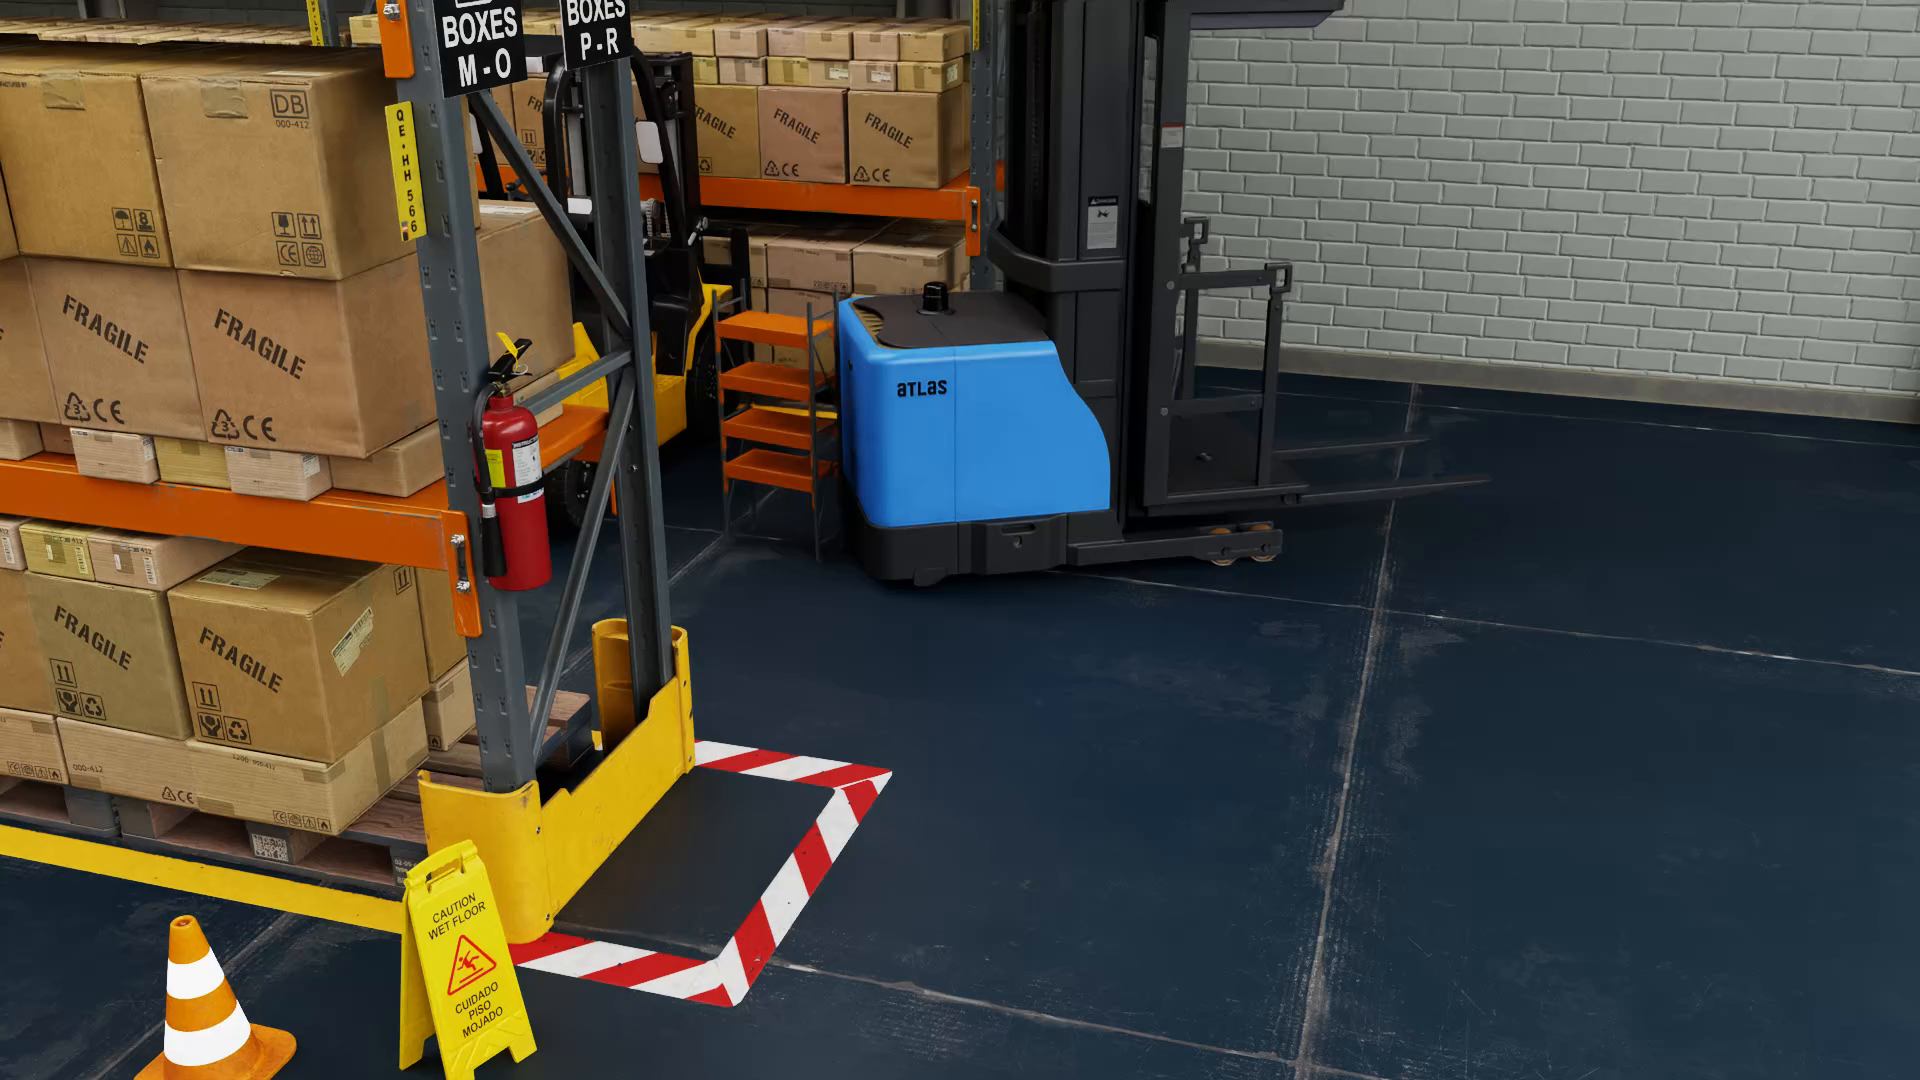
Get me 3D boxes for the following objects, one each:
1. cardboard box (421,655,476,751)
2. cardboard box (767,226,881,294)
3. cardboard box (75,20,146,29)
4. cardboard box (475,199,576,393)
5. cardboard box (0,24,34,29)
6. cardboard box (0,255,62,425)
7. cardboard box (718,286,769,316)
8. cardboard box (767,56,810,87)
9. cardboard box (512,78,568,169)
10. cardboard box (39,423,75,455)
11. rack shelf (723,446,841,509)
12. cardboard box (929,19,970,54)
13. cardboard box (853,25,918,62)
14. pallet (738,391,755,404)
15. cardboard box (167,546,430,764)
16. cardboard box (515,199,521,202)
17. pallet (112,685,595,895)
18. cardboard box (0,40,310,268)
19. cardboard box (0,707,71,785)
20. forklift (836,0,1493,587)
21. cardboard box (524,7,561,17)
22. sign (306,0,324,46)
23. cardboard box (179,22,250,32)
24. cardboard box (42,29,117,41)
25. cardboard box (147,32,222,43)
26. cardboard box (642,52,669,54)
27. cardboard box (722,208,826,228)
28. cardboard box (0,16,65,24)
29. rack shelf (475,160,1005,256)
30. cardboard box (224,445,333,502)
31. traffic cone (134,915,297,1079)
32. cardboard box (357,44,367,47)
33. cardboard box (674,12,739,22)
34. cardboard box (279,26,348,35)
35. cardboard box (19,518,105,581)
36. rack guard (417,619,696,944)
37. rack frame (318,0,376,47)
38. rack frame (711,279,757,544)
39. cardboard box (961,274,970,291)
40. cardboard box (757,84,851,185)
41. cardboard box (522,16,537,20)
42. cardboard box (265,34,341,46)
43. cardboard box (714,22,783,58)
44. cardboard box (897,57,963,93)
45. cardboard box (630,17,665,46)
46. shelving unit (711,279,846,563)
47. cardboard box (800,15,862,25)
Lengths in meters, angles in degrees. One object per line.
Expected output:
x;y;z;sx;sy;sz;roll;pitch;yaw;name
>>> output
-1.868;0.471;5.740;0.500;0.250;0.500;6;23;15;cardboard box
-0.767;-1.598;9.466;0.500;0.250;0.500;7;23;16;cardboard box
-5.559;-3.322;10.930;0.250;0.149;0.380;7;23;17;cardboard box
-1.549;-0.755;5.134;0.500;0.500;0.500;6;23;15;cardboard box
-6.172;-3.215;10.669;0.250;0.149;0.380;7;23;16;cardboard box
-2.731;-0.674;4.938;0.500;0.500;0.500;6;23;15;cardboard box
-1.279;-1.423;9.698;0.500;0.250;0.500;6;23;14;cardboard box
-0.877;-2.604;9.179;0.250;0.149;0.380;6;23;15;cardboard box
-2.237;-2.457;9.676;0.500;0.500;0.500;6;23;15;cardboard box
-2.569;-0.385;5.088;0.250;0.149;0.380;7;23;16;cardboard box
-0.809;-0.290;7.596;0.480;0.148;0.258;11;25;25;rack shelf
-0.006;-2.821;9.316;0.250;0.149;0.380;6;23;14;cardboard box
-0.395;-2.685;8.984;0.250;0.149;0.380;7;23;16;cardboard box
-1.654;-1.135;10.259;1.213;0.211;1.003;7;23;15;pallet
-2.018;0.319;5.120;0.500;0.500;0.500;7;23;16;cardboard box
-2.559;-2.012;10.474;0.500;0.250;0.500;6;23;15;cardboard box
-2.016;0.761;5.635;1.213;0.211;1.003;7;23;16;pallet
-2.210;-1.100;4.657;0.500;0.500;0.700;7;23;16;cardboard box
-3.024;0.554;5.538;0.500;0.250;0.500;6;23;14;cardboard box
0.981;-1.430;7.394;3.031;2.935;1.130;-5;23;-12;forklift
-2.439;-3.148;10.114;0.250;0.149;0.380;6;23;14;cardboard box
-3.723;-2.962;9.616;0.005;0.325;0.100;7;23;16;sign
-4.812;-3.257;10.771;0.250;0.149;0.380;7;23;15;cardboard box
-5.474;-3.094;10.374;0.250;0.149;0.380;6;23;14;cardboard box
-4.728;-3.012;10.174;0.250;0.149;0.380;6;23;14;cardboard box
-1.607;-2.697;9.405;0.250;0.149;0.380;6;23;15;cardboard box
-1.106;-1.841;10.057;0.500;0.250;0.500;6;23;15;cardboard box
-6.267;-3.443;11.225;0.250;0.149;0.380;6;23;14;cardboard box
-1.660;-2.109;9.906;4.000;0.370;1.077;7;23;16;rack shelf
-1.870;-0.253;4.765;0.250;0.149;0.380;6;23;15;cardboard box
-1.960;1.177;4.291;0.334;0.463;0.336;7;23;16;traffic cone
-3.346;-2.877;9.844;0.250;0.149;0.380;6;23;15;cardboard box
-1.478;-3.001;9.754;0.250;0.149;0.380;7;23;16;cardboard box
-4.091;-3.172;10.564;0.250;0.149;0.380;6;23;14;cardboard box
-2.629;-0.025;5.106;0.250;0.149;0.380;7;23;16;cardboard box
-1.249;0.730;5.332;0.348;0.500;1.175;7;23;16;rack guard
-3.575;-2.661;10.304;0.127;3.000;1.000;7;23;16;rack frame
-1.027;-0.578;7.597;0.015;1.200;0.240;11;25;25;rack frame
-0.136;-1.503;9.892;0.500;0.250;0.500;7;23;16;cardboard box
-0.787;-2.287;9.262;0.500;0.500;0.500;7;23;17;cardboard box
-2.616;-2.916;9.548;0.250;0.149;0.380;7;23;17;cardboard box
-3.966;-2.964;10.057;0.250;0.149;0.380;7;23;17;cardboard box
-1.151;-2.746;9.134;0.250;0.149;0.380;7;23;17;cardboard box
-0.159;-2.505;8.938;0.250;0.149;0.380;7;23;16;cardboard box
-1.856;-2.869;9.433;0.250;0.149;0.380;7;23;16;cardboard box
-0.809;-0.536;7.495;0.503;1.200;0.258;11;25;25;shelving unit
-0.736;-2.918;9.553;0.250;0.149;0.380;7;23;16;cardboard box
